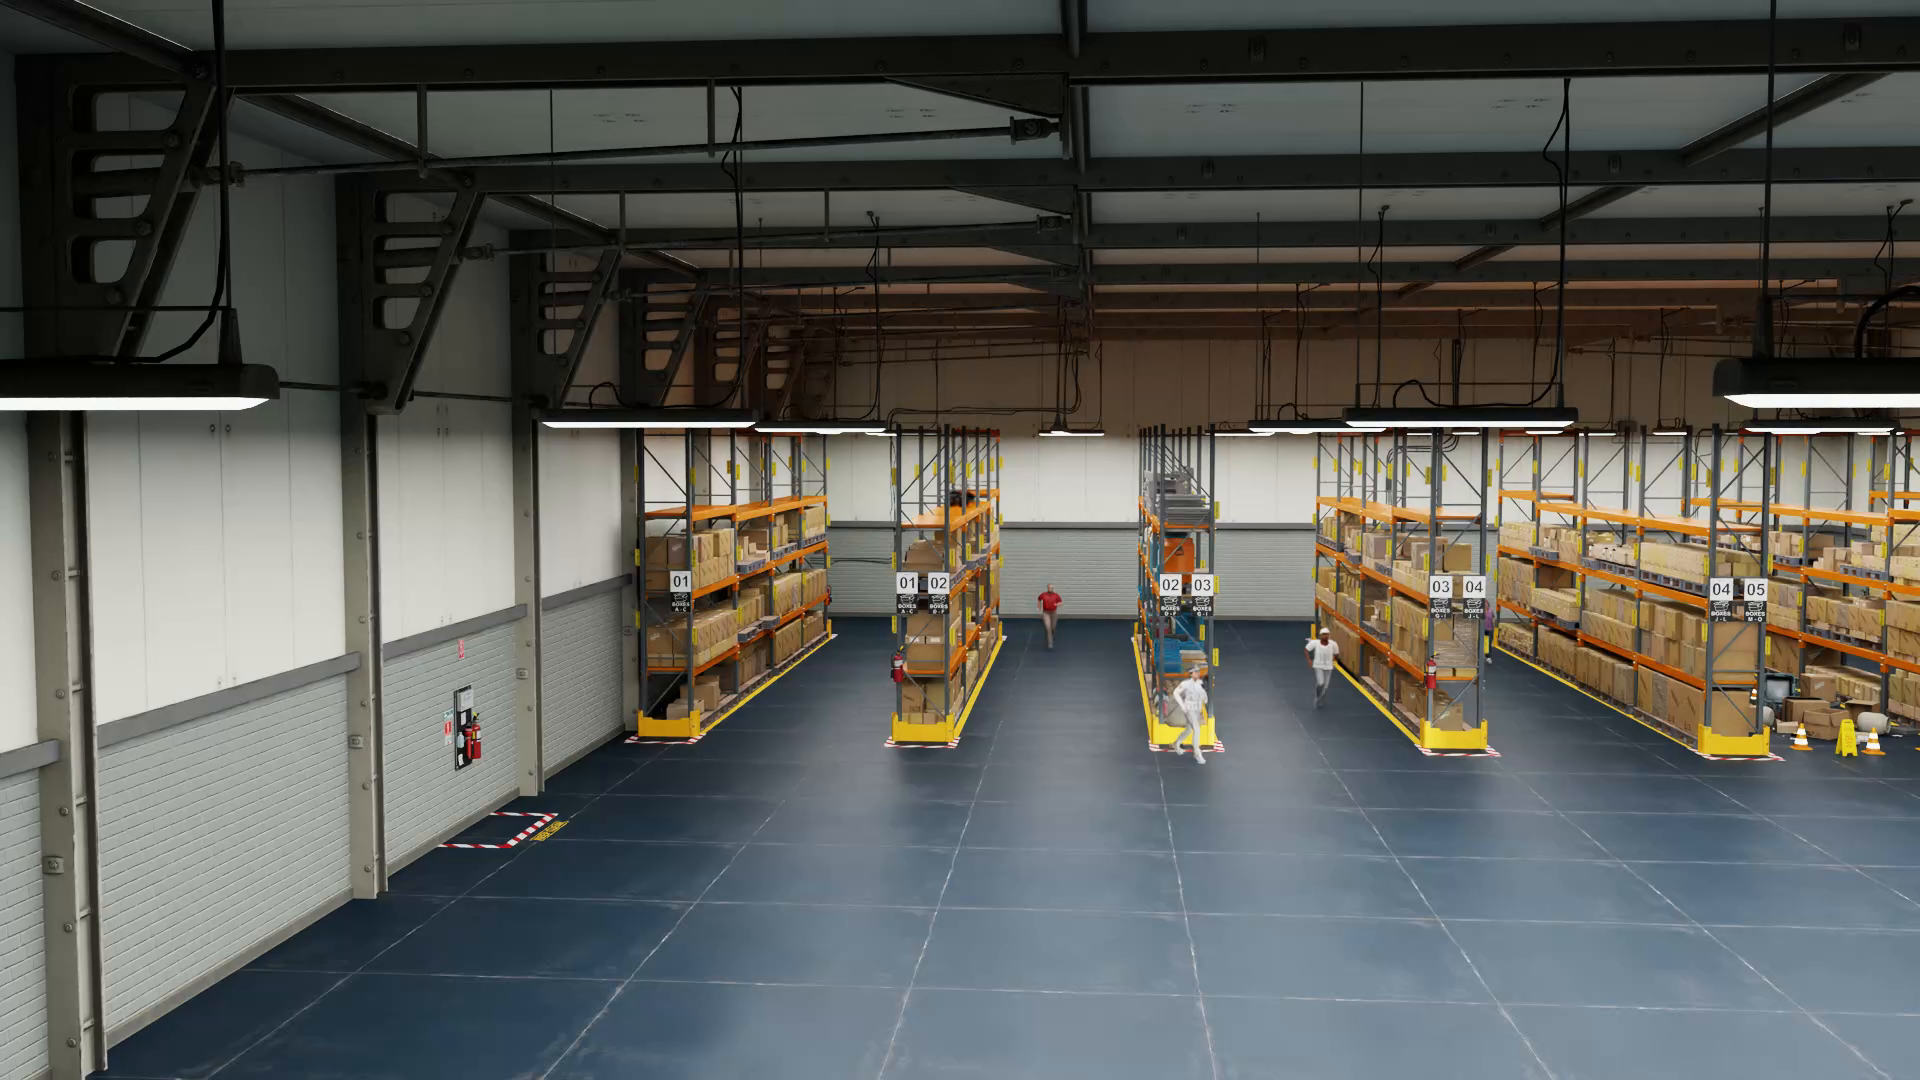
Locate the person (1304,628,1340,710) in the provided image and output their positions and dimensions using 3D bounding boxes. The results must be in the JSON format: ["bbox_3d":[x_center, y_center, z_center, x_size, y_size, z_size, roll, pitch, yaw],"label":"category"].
[{"bbox_3d":[7.659,2.713,35.060,0.686,1.739,0.717,0,3,-5],"label":"person"}]

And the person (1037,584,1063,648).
[{"bbox_3d":[2.471,2.060,45.605,0.660,1.724,0.989,0,4,-7],"label":"person"}]

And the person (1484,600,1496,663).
[{"bbox_3d":[13.441,2.316,42.530,0.539,1.579,0.904,1,4,8],"label":"person"}]

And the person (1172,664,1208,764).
[{"bbox_3d":[4.129,3.062,29.674,0.617,1.733,0.845,-3,5,-42],"label":"person"}]
